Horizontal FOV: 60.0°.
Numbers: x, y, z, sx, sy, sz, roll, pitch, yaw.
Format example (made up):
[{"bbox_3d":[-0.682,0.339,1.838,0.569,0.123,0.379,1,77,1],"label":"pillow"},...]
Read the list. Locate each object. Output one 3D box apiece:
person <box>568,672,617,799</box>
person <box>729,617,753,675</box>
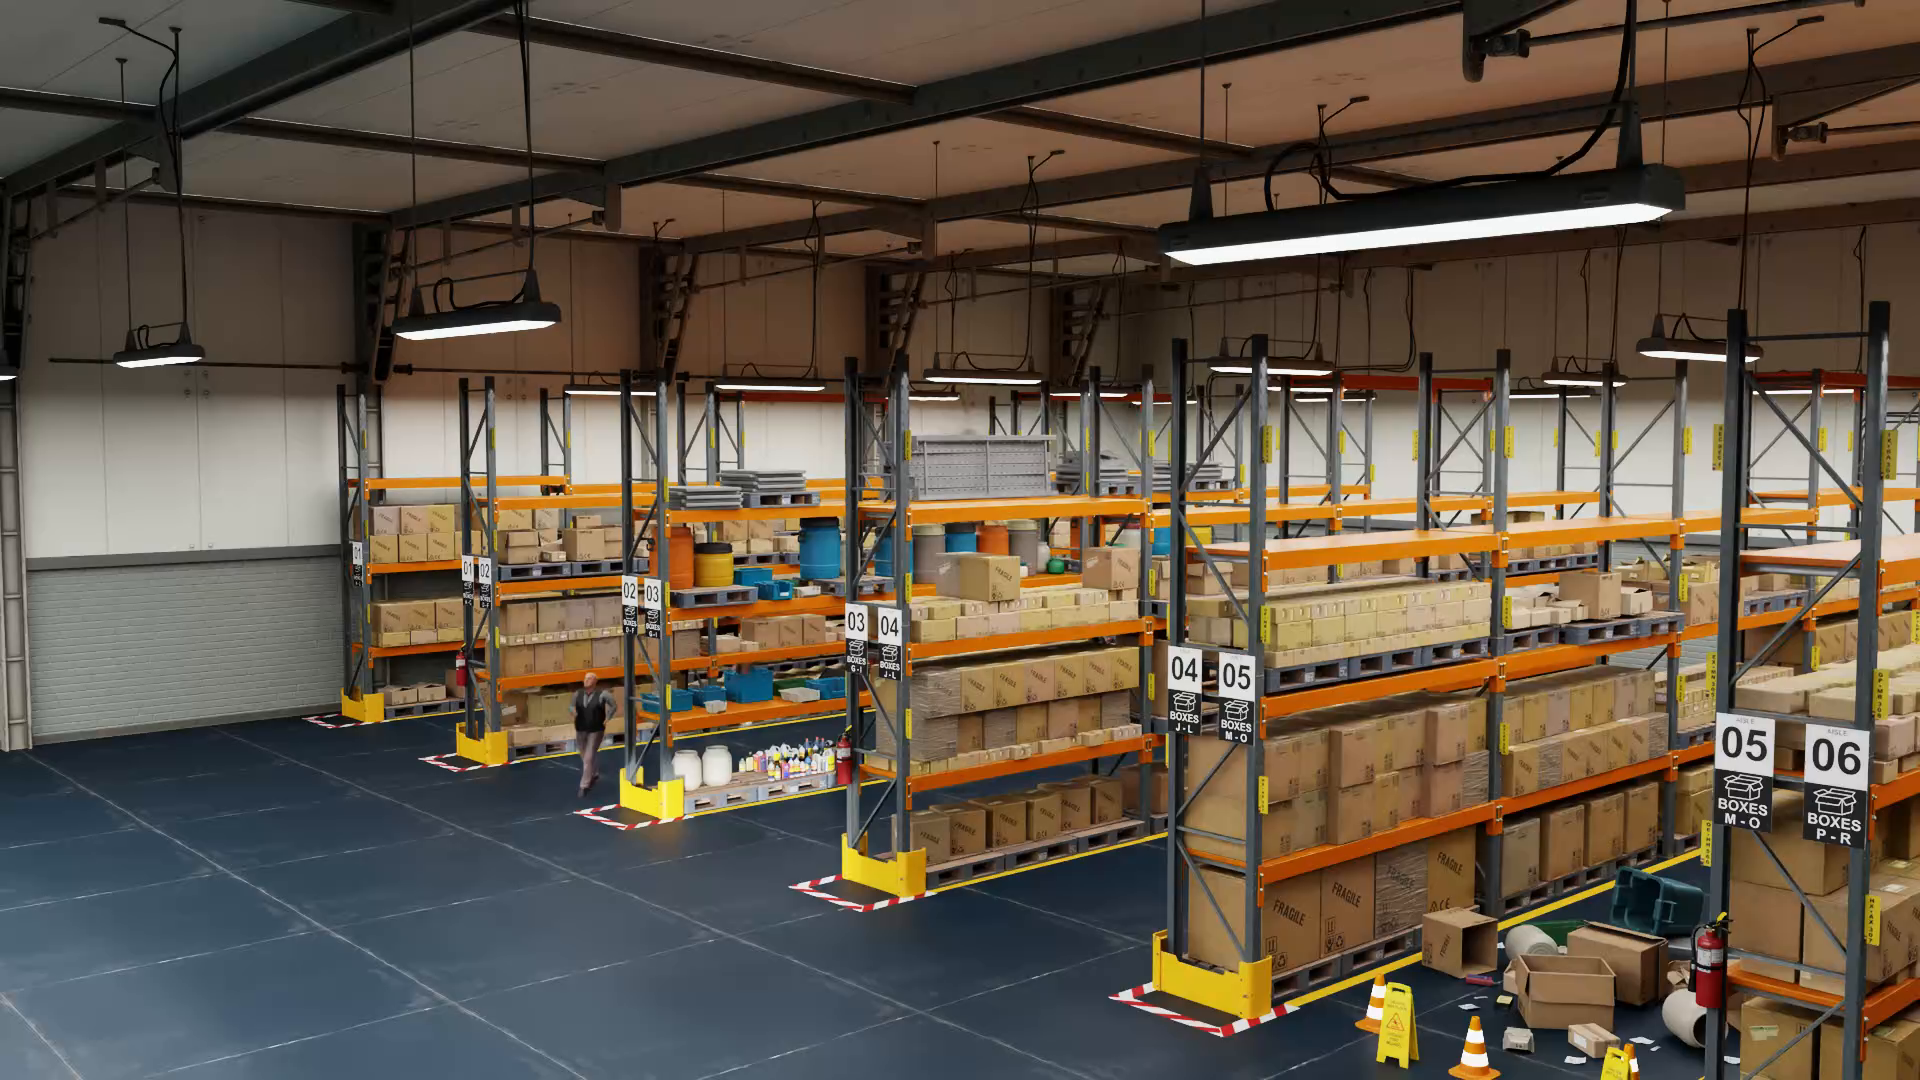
[{"bbox_3d":[-5.244,2.764,23.670,0.670,1.790,0.745,1,4,15],"label":"person"},{"bbox_3d":[-4.128,2.277,31.531,0.573,1.623,0.548,3,5,38],"label":"person"}]
